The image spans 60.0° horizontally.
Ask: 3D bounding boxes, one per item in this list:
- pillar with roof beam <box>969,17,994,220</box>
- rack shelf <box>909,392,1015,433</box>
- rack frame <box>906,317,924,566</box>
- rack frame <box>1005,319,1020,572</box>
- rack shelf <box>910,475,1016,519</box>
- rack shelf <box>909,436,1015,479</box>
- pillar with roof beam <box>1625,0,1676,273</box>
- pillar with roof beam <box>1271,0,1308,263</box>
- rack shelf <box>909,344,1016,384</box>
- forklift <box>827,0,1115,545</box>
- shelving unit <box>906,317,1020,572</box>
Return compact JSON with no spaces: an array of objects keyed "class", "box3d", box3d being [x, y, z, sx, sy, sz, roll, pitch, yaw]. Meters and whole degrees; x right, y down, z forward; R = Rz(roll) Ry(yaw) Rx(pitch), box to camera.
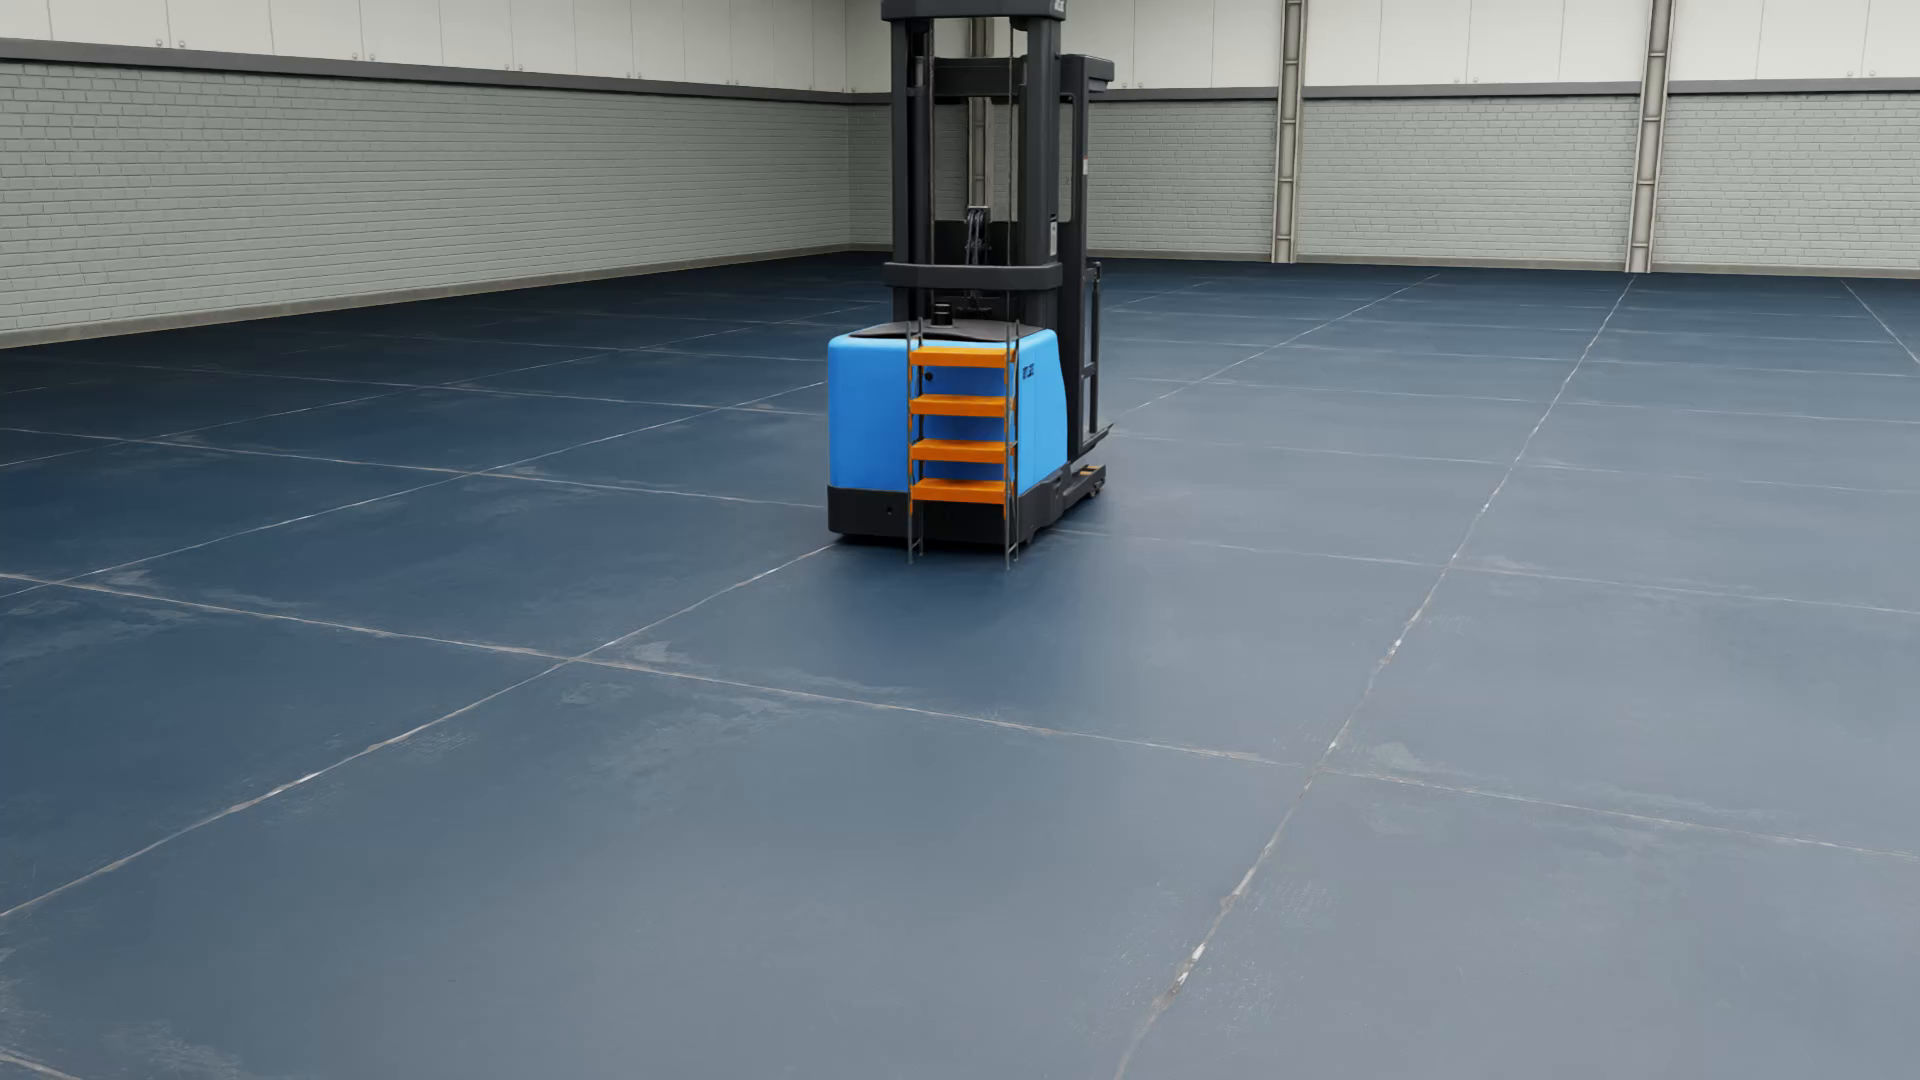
[{"class":"pillar with roof beam","box3d":[-1.330,-9.092,27.804,0.400,9.000,9.100,6,14,23]},{"class":"rack shelf","box3d":[0.016,-0.623,8.099,0.480,0.148,0.258,3,14,13]},{"class":"rack frame","box3d":[-0.221,-0.484,8.191,0.015,1.200,0.240,3,14,13]},{"class":"rack frame","box3d":[0.253,-0.458,8.079,0.015,1.200,0.240,3,14,13]},{"class":"rack shelf","box3d":[0.016,-0.212,8.196,0.480,0.148,0.258,3,14,13]},{"class":"rack shelf","box3d":[0.016,-0.405,8.150,0.480,0.148,0.258,3,14,13]},{"class":"pillar with roof beam","box3d":[9.642,-7.982,23.072,0.400,9.000,9.100,6,14,23]},{"class":"pillar with roof beam","box3d":[4.156,-8.537,25.438,0.400,9.000,9.100,6,14,23]},{"class":"rack shelf","box3d":[0.016,-0.853,8.045,0.480,0.148,0.258,3,14,13]},{"class":"forklift","box3d":[0.243,-1.692,9.548,1.130,2.935,3.031,4,14,17]},{"class":"shelving unit","box3d":[0.016,-0.471,8.135,0.503,1.200,0.258,3,14,13]}]
